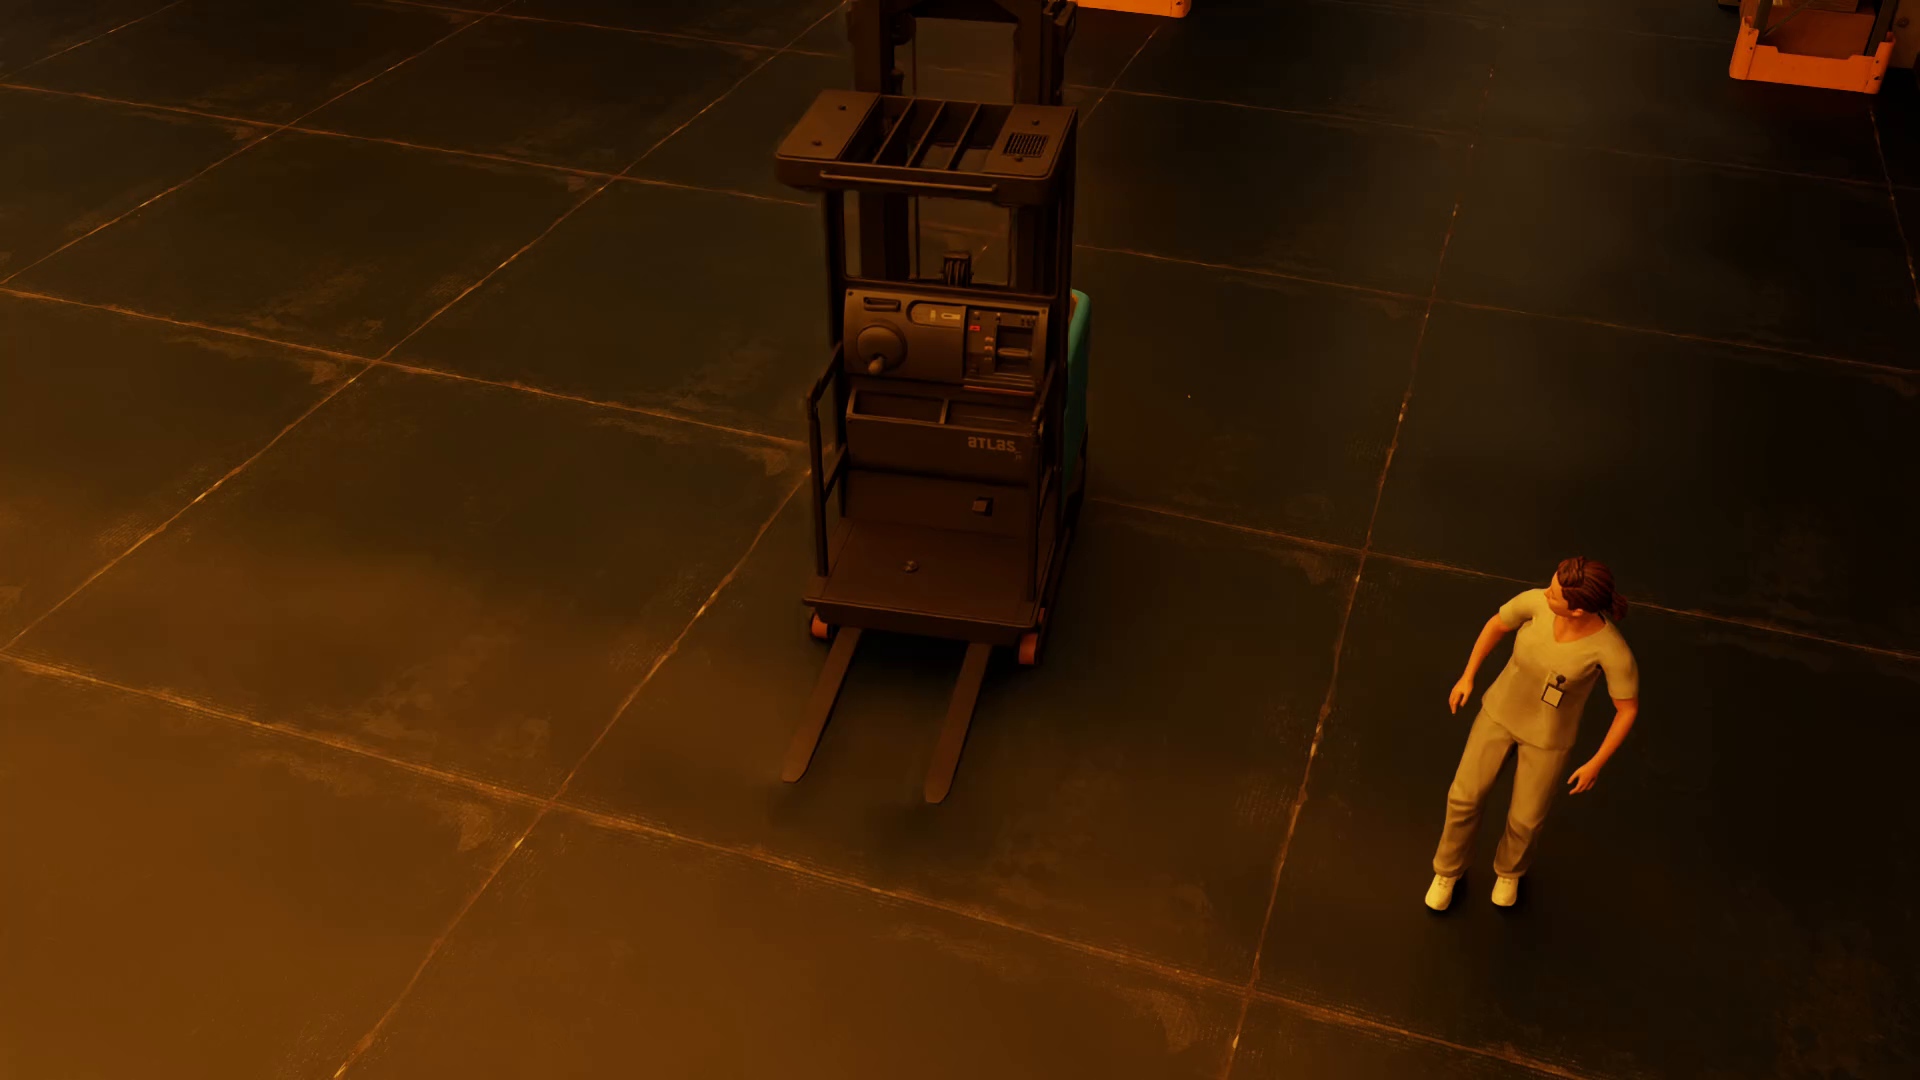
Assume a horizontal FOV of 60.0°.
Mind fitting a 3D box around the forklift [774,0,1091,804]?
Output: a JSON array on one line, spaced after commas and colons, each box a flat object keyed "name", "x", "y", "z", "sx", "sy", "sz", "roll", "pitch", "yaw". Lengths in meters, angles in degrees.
[{"name": "forklift", "x": -0.106, "y": -0.840, "z": 7.296, "sx": 1.130, "sy": 2.935, "sz": 3.031, "roll": 7, "pitch": 36, "yaw": 9}]

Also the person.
[{"name": "person", "x": 2.110, "y": 0.742, "z": 6.175, "sx": 0.644, "sy": 1.650, "sz": 0.483, "roll": 25, "pitch": 42, "yaw": 30}]
